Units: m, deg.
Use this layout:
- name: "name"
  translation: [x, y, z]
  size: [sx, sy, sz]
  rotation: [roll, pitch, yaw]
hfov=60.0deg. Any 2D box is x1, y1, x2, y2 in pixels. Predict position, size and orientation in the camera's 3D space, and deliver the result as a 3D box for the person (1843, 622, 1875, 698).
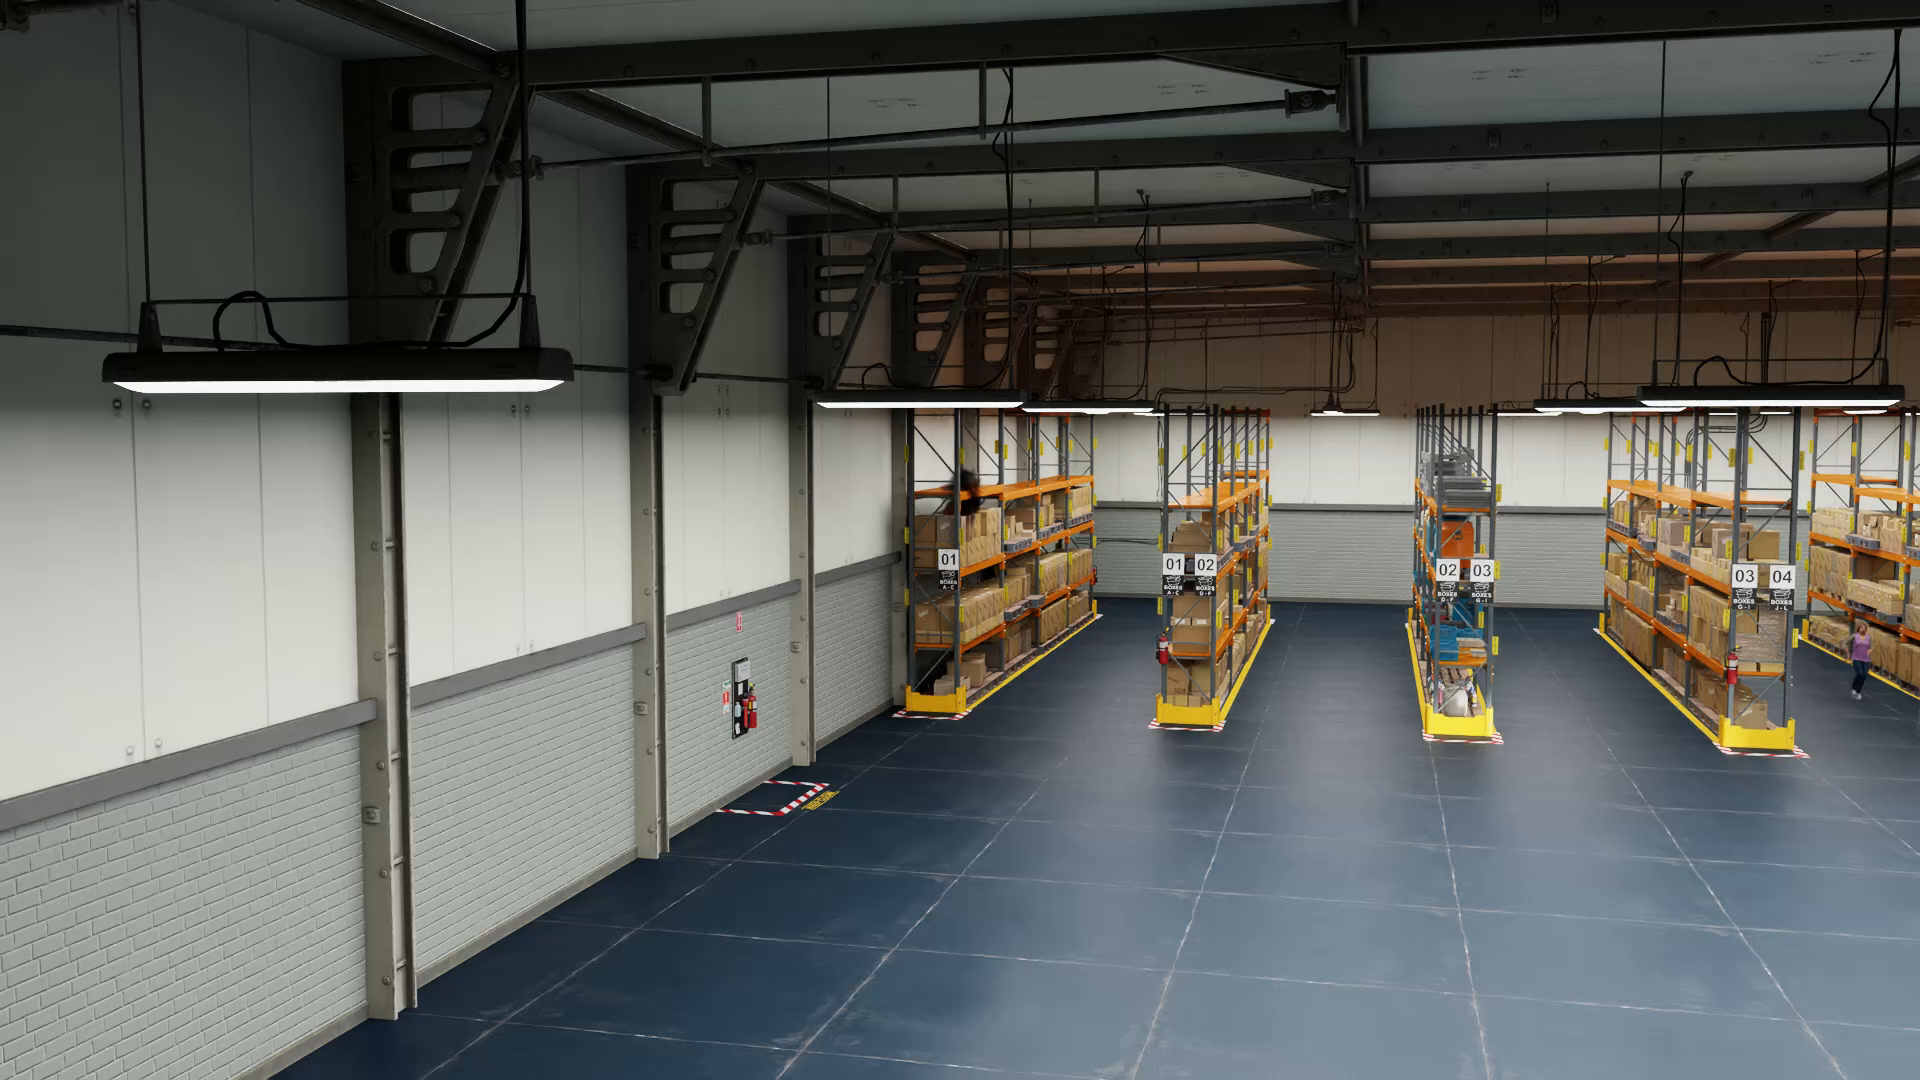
- name: "person"
  translation: [18.315, 2.462, 33.829]
  size: [0.507, 1.567, 0.624]
  rotation: [1, 4, 8]
